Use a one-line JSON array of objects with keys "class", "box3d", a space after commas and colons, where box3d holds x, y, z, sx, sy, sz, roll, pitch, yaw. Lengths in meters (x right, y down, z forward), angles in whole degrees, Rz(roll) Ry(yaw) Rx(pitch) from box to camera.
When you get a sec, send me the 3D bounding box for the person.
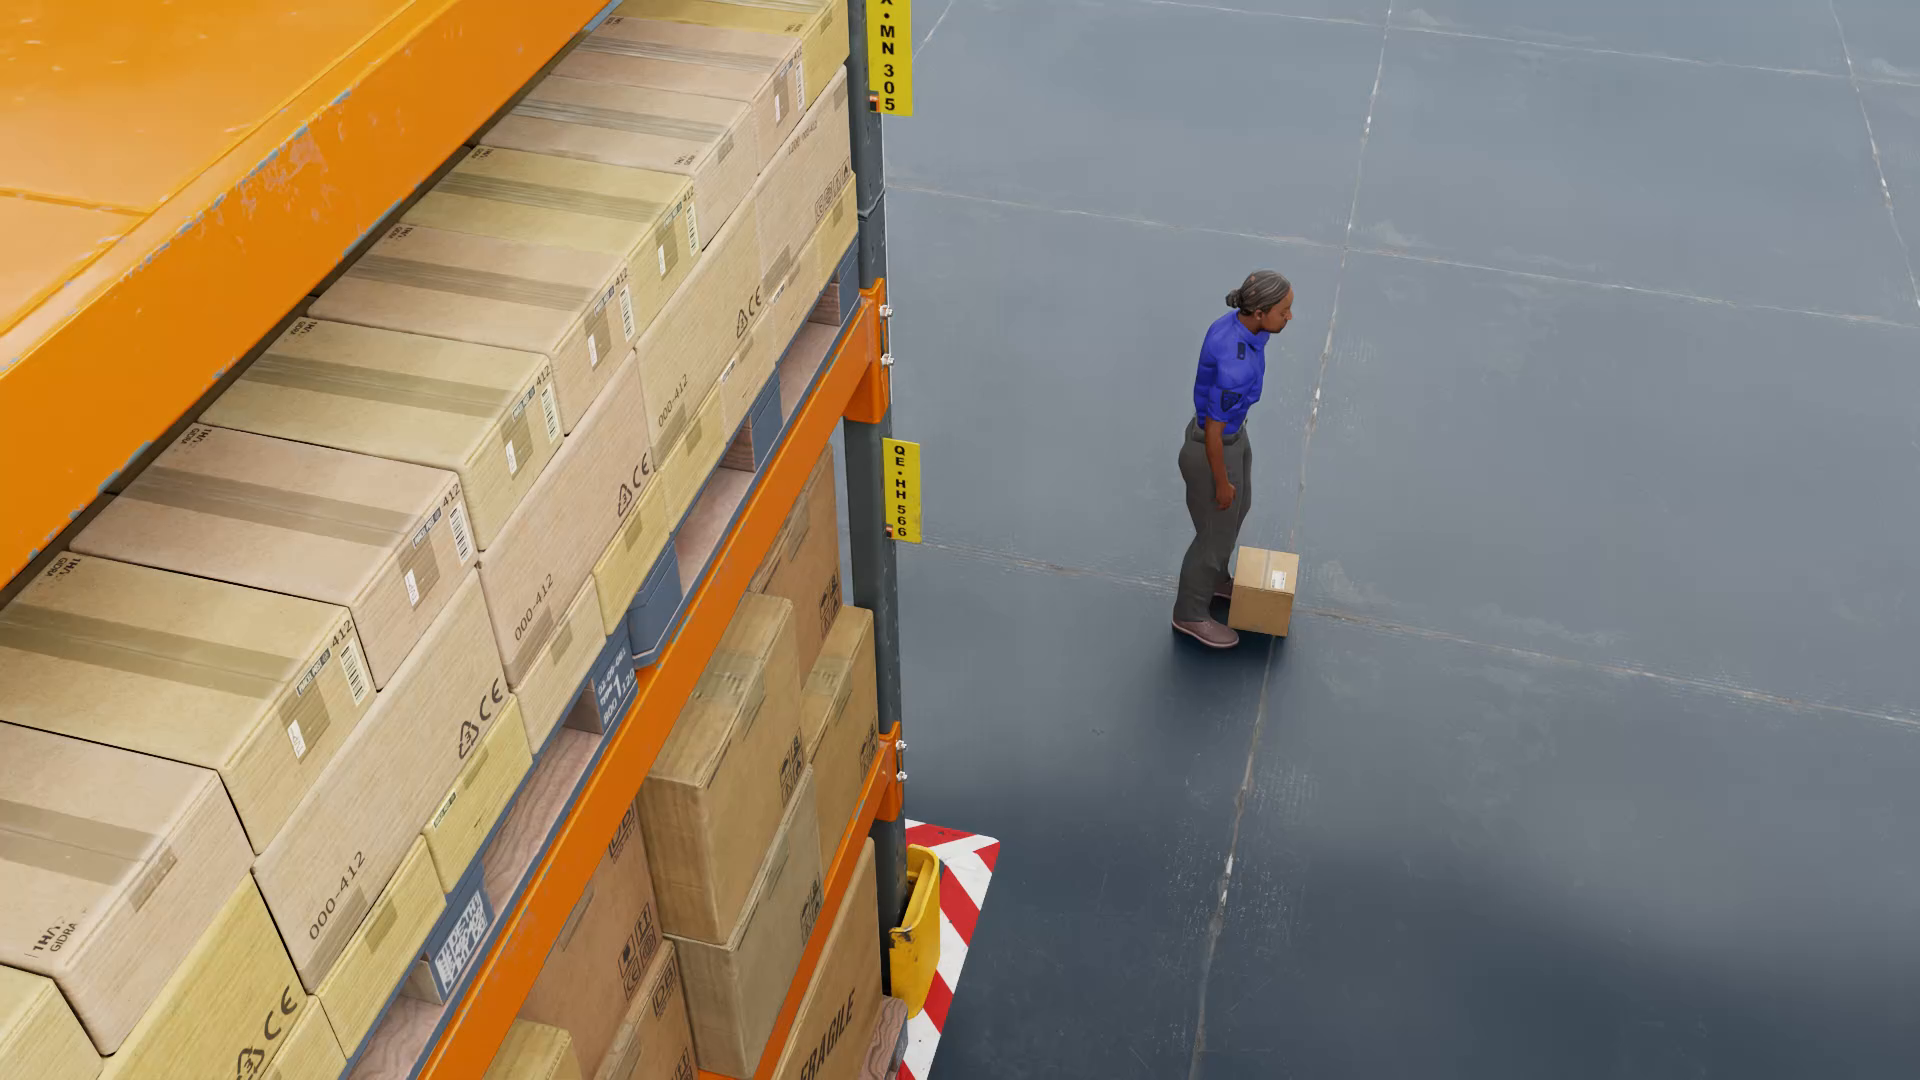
[{"class": "person", "box3d": [1.067, -0.341, 6.551, 0.392, 1.654, 0.512, 10, 42, 11]}]
